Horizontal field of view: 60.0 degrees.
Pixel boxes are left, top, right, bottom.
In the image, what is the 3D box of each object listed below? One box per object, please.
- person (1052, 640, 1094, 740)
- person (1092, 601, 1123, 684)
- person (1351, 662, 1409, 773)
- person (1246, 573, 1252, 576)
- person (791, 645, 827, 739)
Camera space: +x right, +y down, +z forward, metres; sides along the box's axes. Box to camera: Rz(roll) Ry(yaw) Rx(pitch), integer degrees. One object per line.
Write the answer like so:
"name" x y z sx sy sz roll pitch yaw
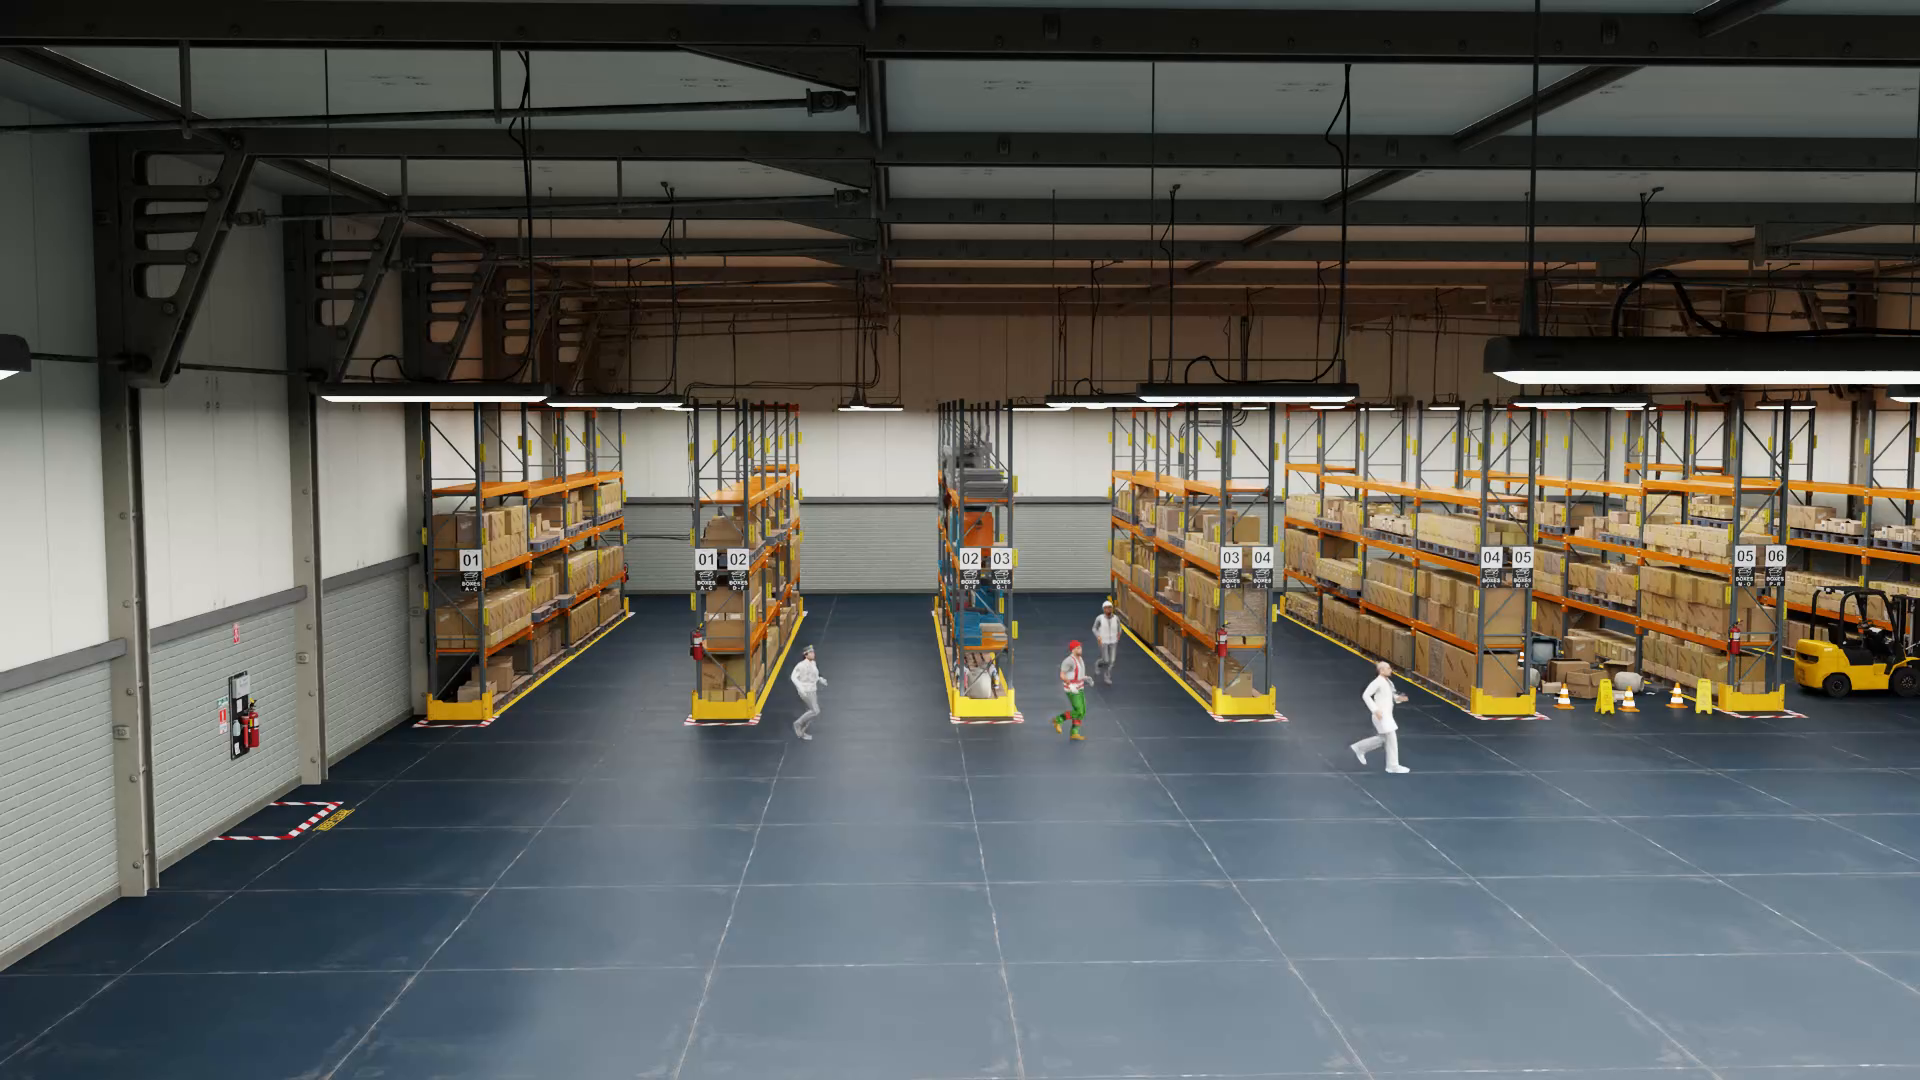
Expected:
"person" 1.995 2.633 29.282 0.647 1.755 0.650 2 5 29
"person" 3.160 2.175 35.422 0.655 1.744 0.630 -1 4 -12
"person" 6.701 2.814 26.528 0.955 1.756 0.709 2 5 29
"person" 8.060 1.369 45.932 0.712 1.802 0.674 0 4 4
"person" -2.623 2.670 29.269 0.547 1.666 0.600 2 5 22
